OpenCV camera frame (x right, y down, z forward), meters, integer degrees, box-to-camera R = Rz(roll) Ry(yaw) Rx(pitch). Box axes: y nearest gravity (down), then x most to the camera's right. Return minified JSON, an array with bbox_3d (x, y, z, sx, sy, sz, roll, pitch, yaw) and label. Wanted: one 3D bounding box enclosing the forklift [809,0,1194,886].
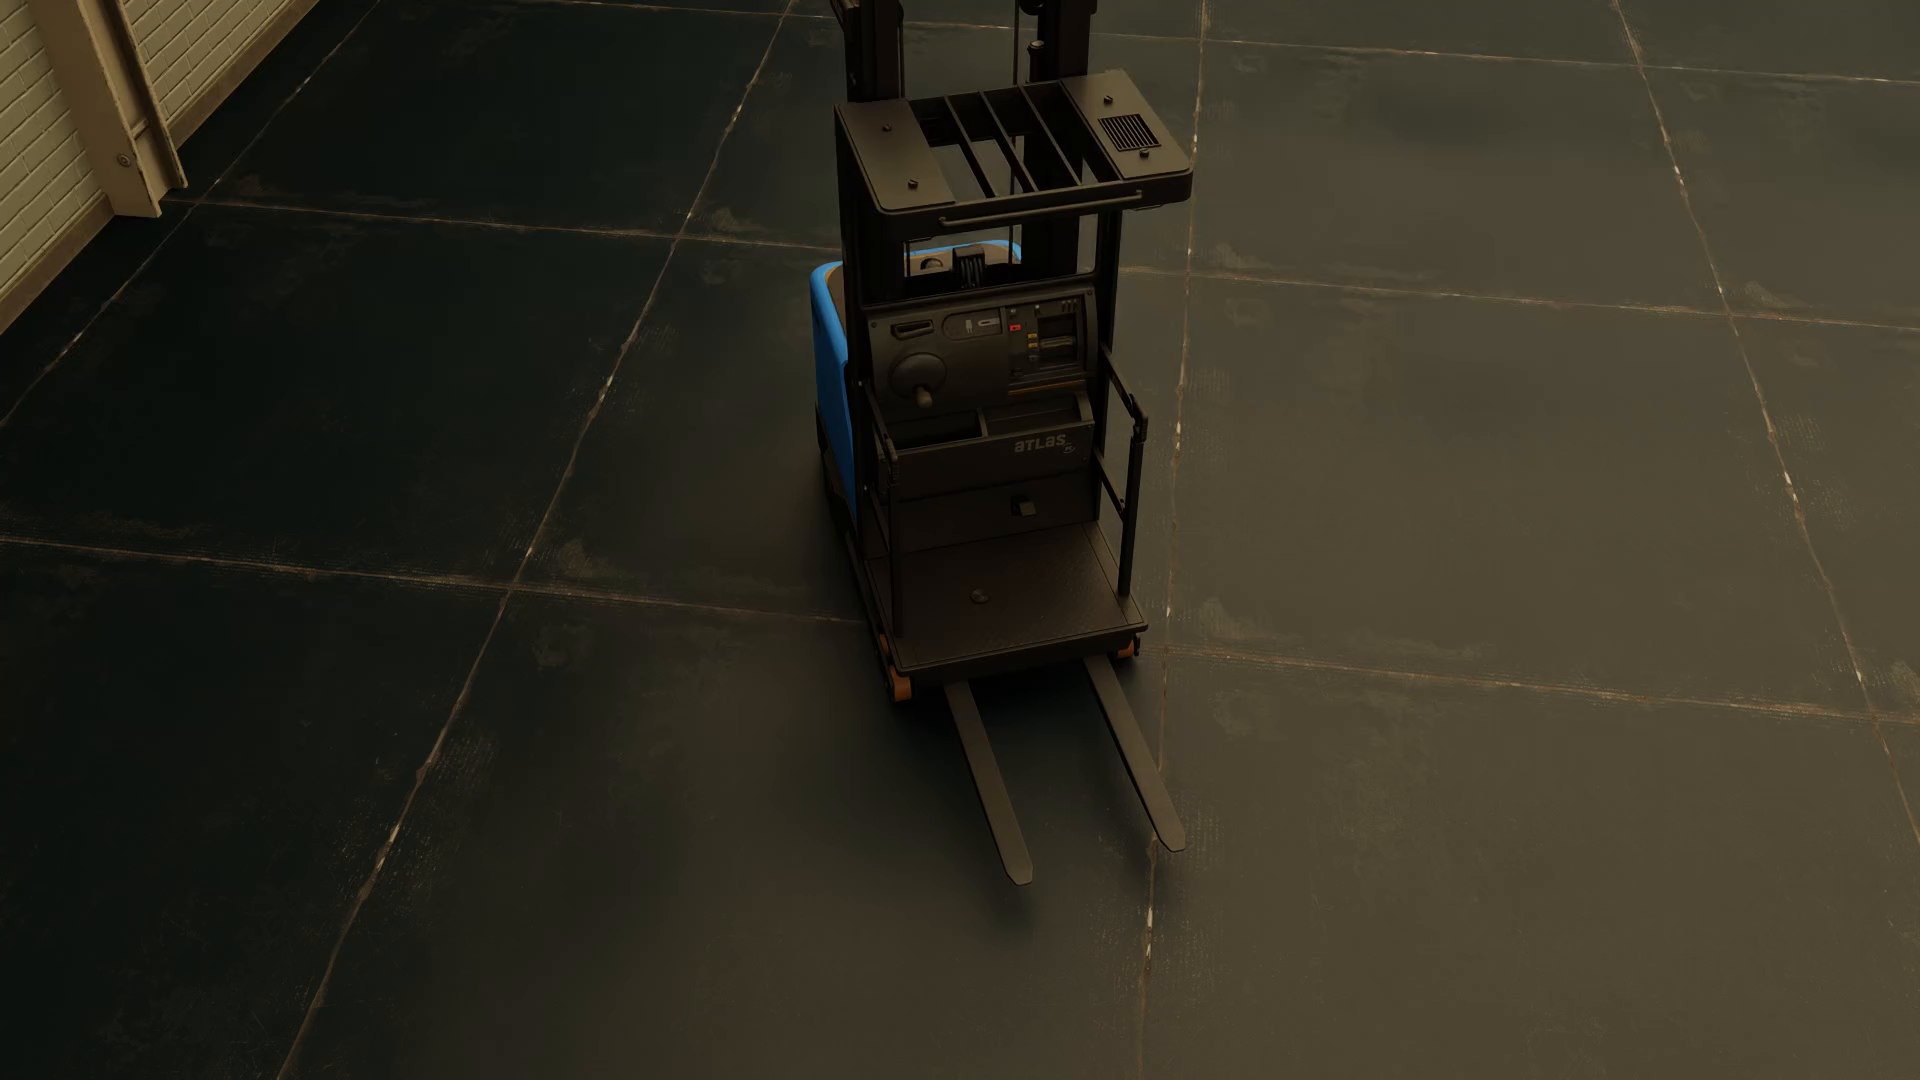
[{"bbox_3d":[0.153,-0.681,6.465,1.130,2.935,3.031,-10,44,-11],"label":"forklift"}]
